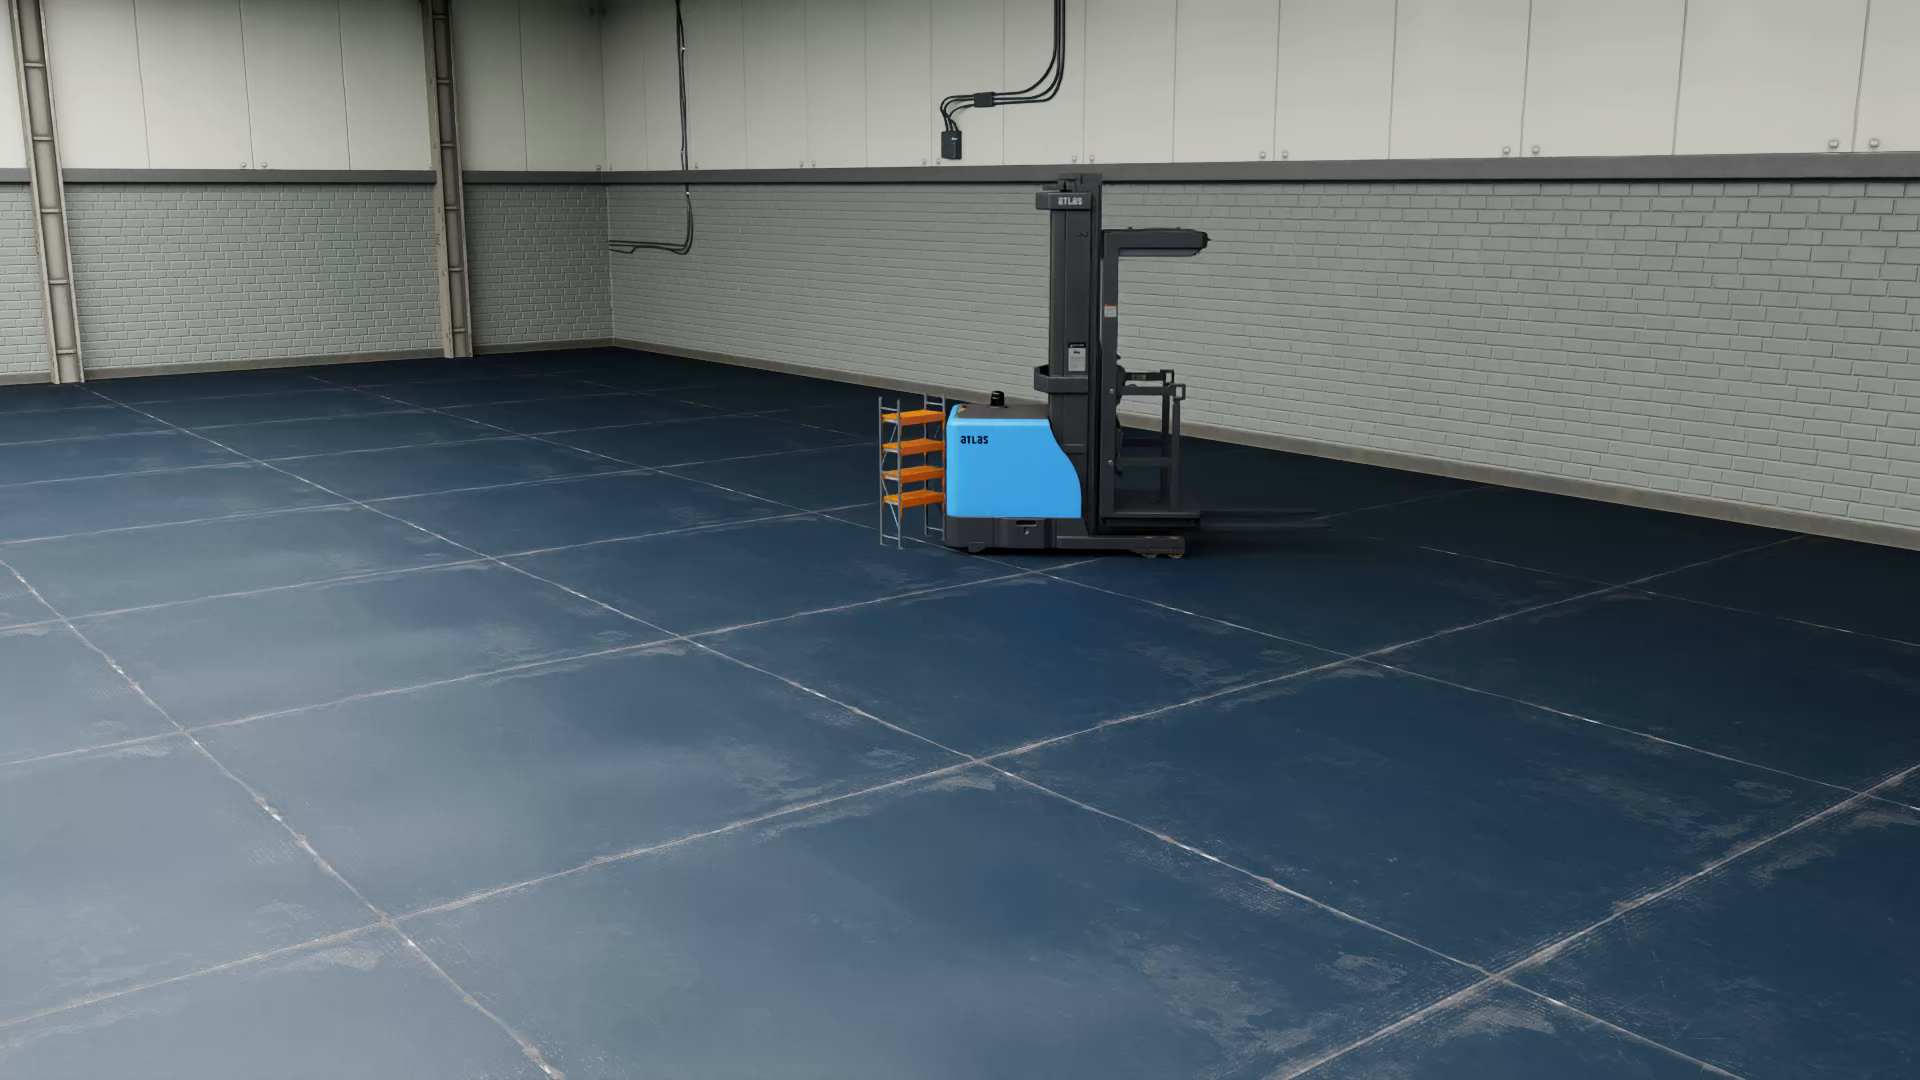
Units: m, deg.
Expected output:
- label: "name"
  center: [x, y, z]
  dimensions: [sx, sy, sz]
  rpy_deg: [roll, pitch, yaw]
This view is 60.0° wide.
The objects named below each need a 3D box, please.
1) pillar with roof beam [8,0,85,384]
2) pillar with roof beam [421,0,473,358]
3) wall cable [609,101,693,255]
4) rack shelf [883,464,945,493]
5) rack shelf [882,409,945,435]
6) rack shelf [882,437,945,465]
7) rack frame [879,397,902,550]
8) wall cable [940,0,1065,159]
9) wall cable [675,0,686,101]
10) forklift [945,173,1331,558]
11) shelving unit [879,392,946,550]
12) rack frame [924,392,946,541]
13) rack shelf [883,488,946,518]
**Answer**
- label: "pillar with roof beam"
  center: [-10.542, -6.048, 20.447]
  dimensions: [0.400, 9.000, 9.100]
  rpy_deg: [-9, 15, -38]
- label: "pillar with roof beam"
  center: [-5.857, -6.827, 24.114]
  dimensions: [0.400, 9.000, 9.100]
  rpy_deg: [-9, 15, -38]
- label: "wall cable"
  center: [-5.420, -6.174, 28.515]
  dimensions: [0.112, 2.526, 3.097]
  rpy_deg: [-9, 15, -38]
- label: "rack shelf"
  center: [-0.379, -0.497, 13.404]
  dimensions: [0.480, 0.148, 0.258]
  rpy_deg: [-11, 16, -43]
- label: "rack shelf"
  center: [-0.379, -0.947, 13.308]
  dimensions: [0.480, 0.148, 0.258]
  rpy_deg: [-11, 16, -43]
- label: "rack shelf"
  center: [-0.379, -0.716, 13.358]
  dimensions: [0.480, 0.148, 0.258]
  rpy_deg: [-11, 16, -43]
- label: "rack frame"
  center: [-0.555, -0.528, 13.225]
  dimensions: [0.015, 1.200, 0.240]
  rpy_deg: [-11, 16, -43]
- label: "wall cable"
  center: [0.498, -7.814, 20.578]
  dimensions: [0.169, 6.003, 2.305]
  rpy_deg: [-9, 15, -38]
- label: "wall cable"
  center: [-3.730, -8.206, 25.924]
  dimensions: [0.112, 2.526, 3.097]
  rpy_deg: [-9, 15, -38]
- label: "forklift"
  center: [1.416, -1.404, 13.186]
  dimensions: [3.031, 2.935, 1.130]
  rpy_deg: [1, 12, 2]
- label: "shelving unit"
  center: [-0.379, -0.563, 13.390]
  dimensions: [0.503, 1.200, 0.258]
  rpy_deg: [-11, 16, -43]
- label: "rack frame"
  center: [-0.202, -0.598, 13.555]
  dimensions: [0.015, 1.200, 0.240]
  rpy_deg: [-11, 16, -43]
- label: "rack shelf"
  center: [-0.379, -0.303, 13.445]
  dimensions: [0.480, 0.148, 0.258]
  rpy_deg: [-11, 16, -43]
